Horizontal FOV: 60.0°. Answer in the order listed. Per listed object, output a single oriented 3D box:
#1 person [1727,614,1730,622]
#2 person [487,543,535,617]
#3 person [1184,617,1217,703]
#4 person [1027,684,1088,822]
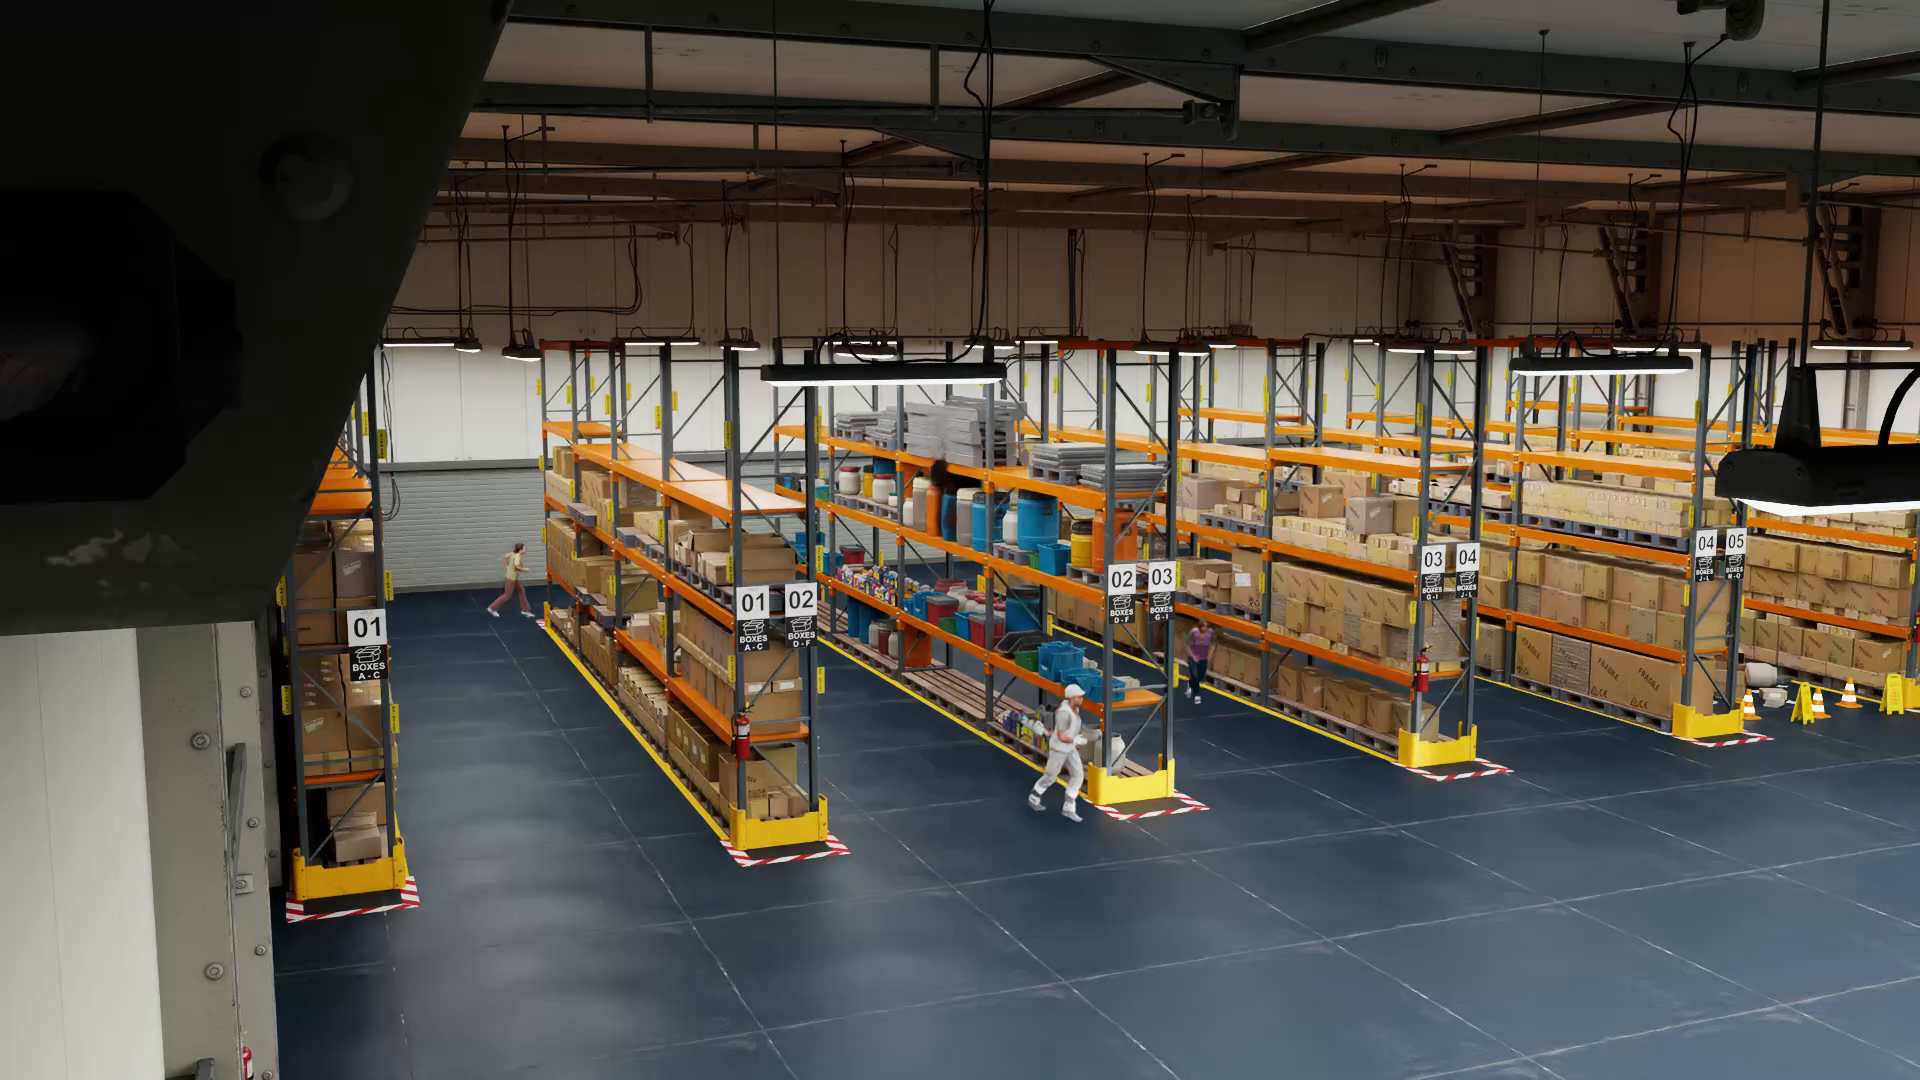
[{"bbox_3d":[15.447,1.189,33.624,0.711,1.580,0.930,-6,10,-40],"label":"person"},{"bbox_3d":[-9.682,0.891,35.741,1.032,1.639,0.623,-5,9,-32],"label":"person"},{"bbox_3d":[3.822,1.898,26.555,0.553,1.437,0.775,-1,8,-10],"label":"person"},{"bbox_3d":[1.247,2.708,21.321,0.816,1.801,0.654,4,9,29],"label":"person"}]
